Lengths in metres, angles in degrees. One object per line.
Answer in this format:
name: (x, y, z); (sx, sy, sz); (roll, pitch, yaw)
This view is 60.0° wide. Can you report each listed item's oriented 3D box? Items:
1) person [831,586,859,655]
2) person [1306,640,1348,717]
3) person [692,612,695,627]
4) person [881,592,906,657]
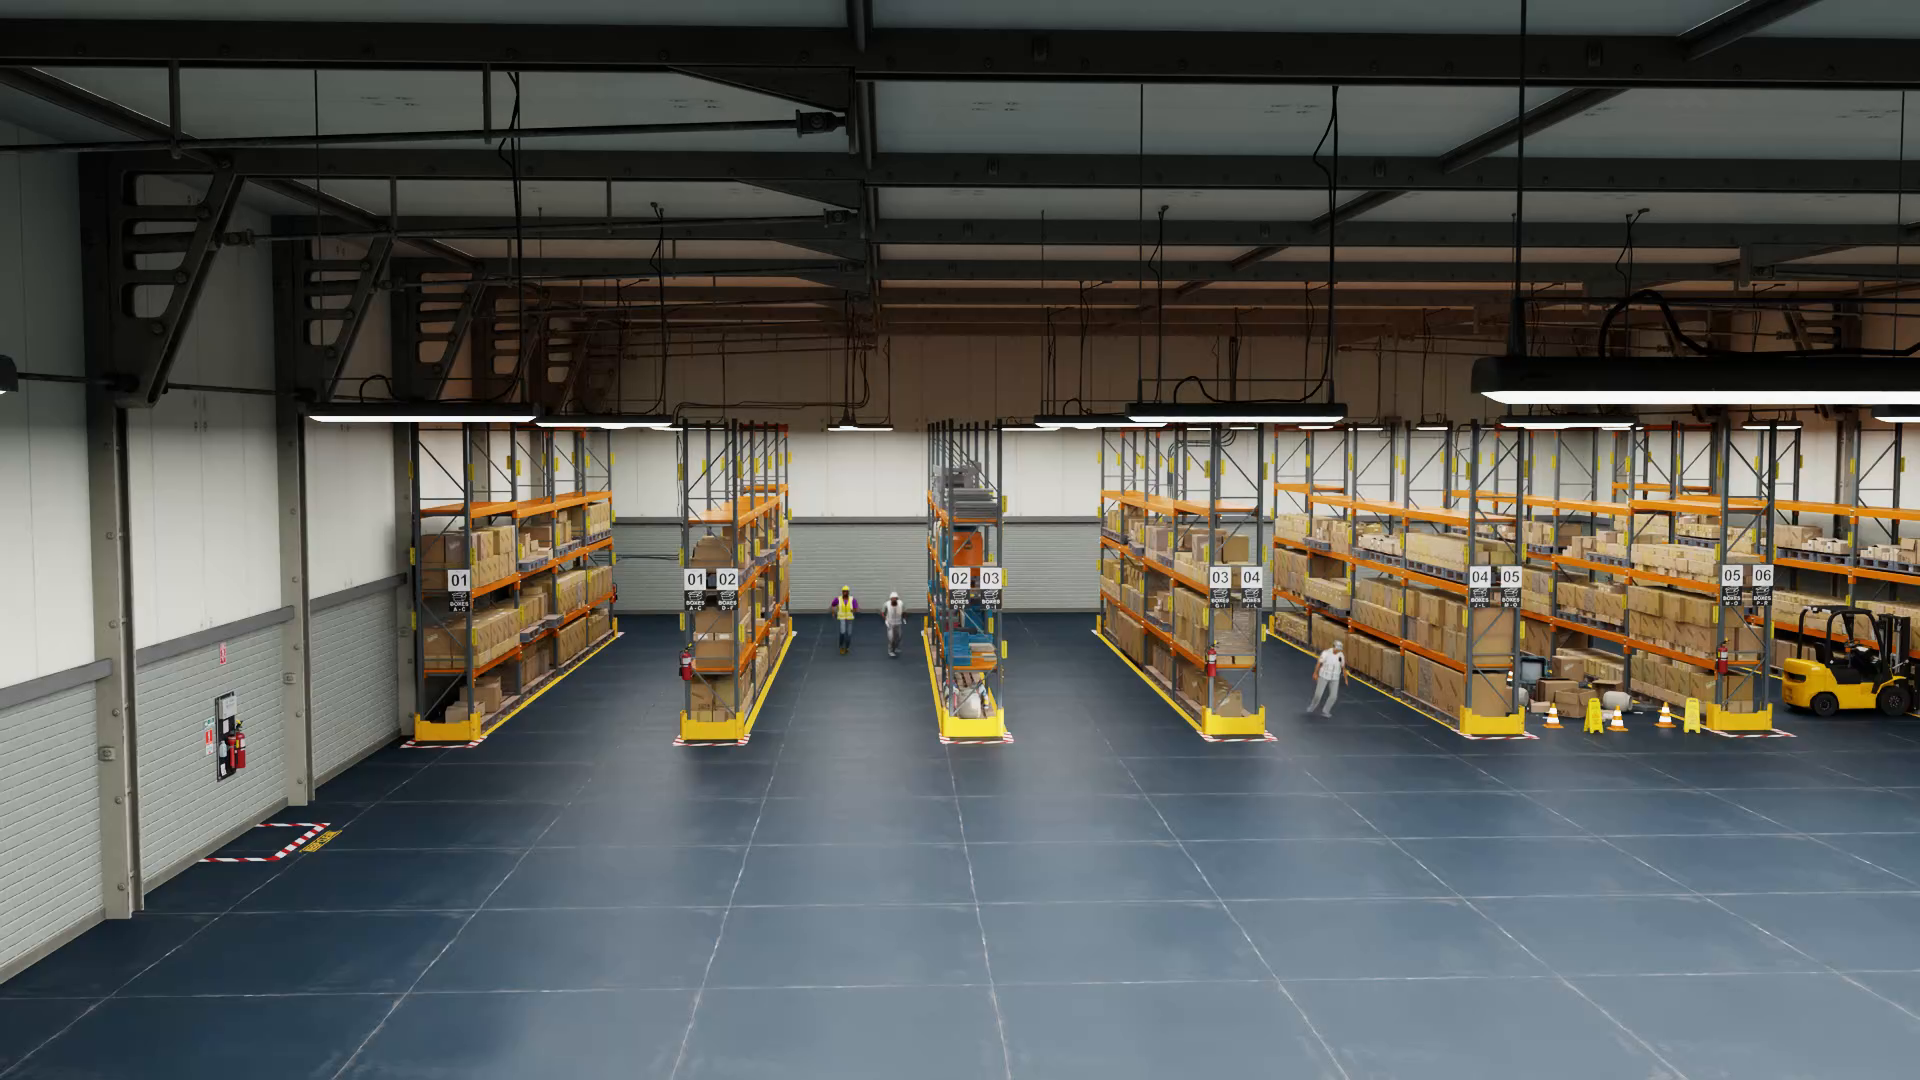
person: (-2.972, 2.087, 43.083); (0.689, 1.789, 0.721); (-1, 4, -12)
person: (7.413, 2.784, 33.491); (0.756, 1.579, 0.693); (0, 4, -5)
person: (-6.550, 2.301, 42.510); (0.569, 1.417, 0.742); (-1, 4, -21)
person: (-1.715, 2.151, 42.677); (0.674, 1.689, 0.872); (-1, 4, -20)
